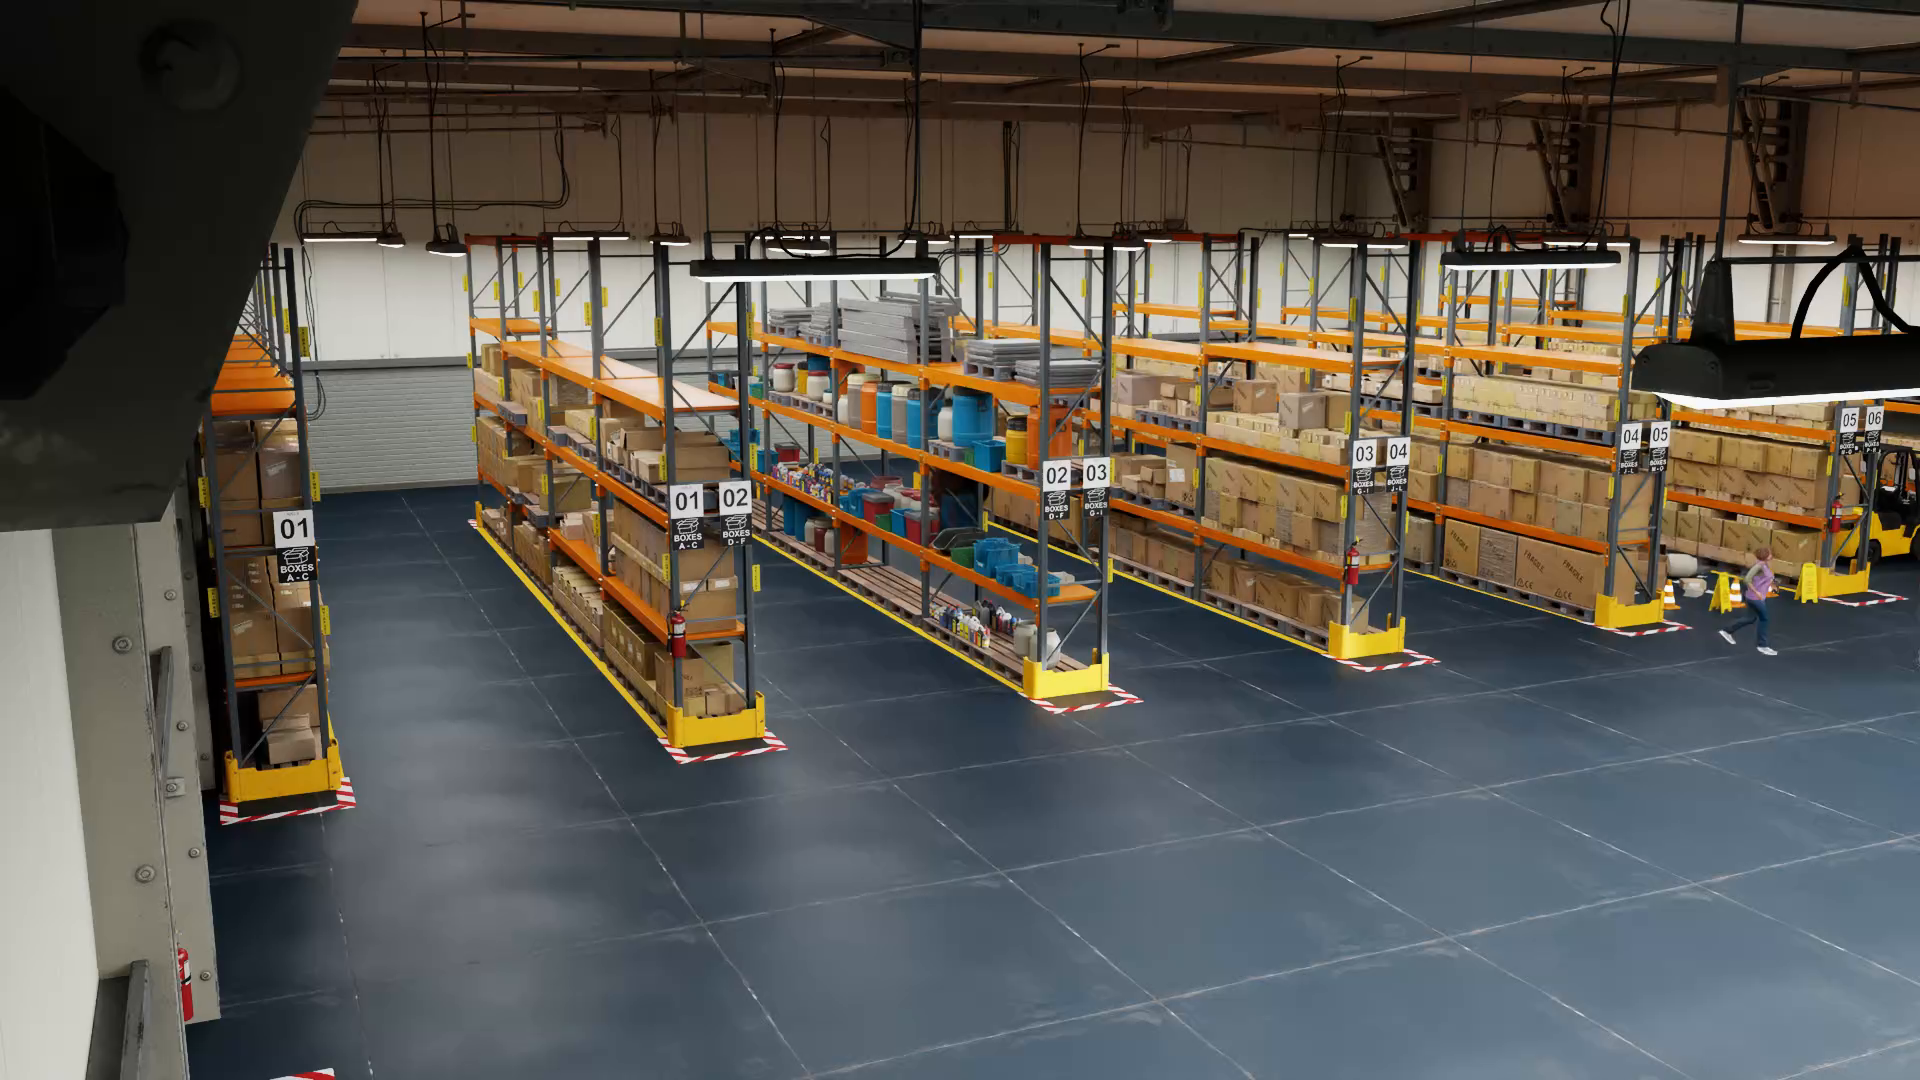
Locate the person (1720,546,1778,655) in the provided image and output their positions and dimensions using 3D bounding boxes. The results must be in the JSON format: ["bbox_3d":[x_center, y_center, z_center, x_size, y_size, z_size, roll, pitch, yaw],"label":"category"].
[{"bbox_3d":[11.643,0.864,24.441,0.792,1.603,0.533,6,13,29],"label":"person"}]
